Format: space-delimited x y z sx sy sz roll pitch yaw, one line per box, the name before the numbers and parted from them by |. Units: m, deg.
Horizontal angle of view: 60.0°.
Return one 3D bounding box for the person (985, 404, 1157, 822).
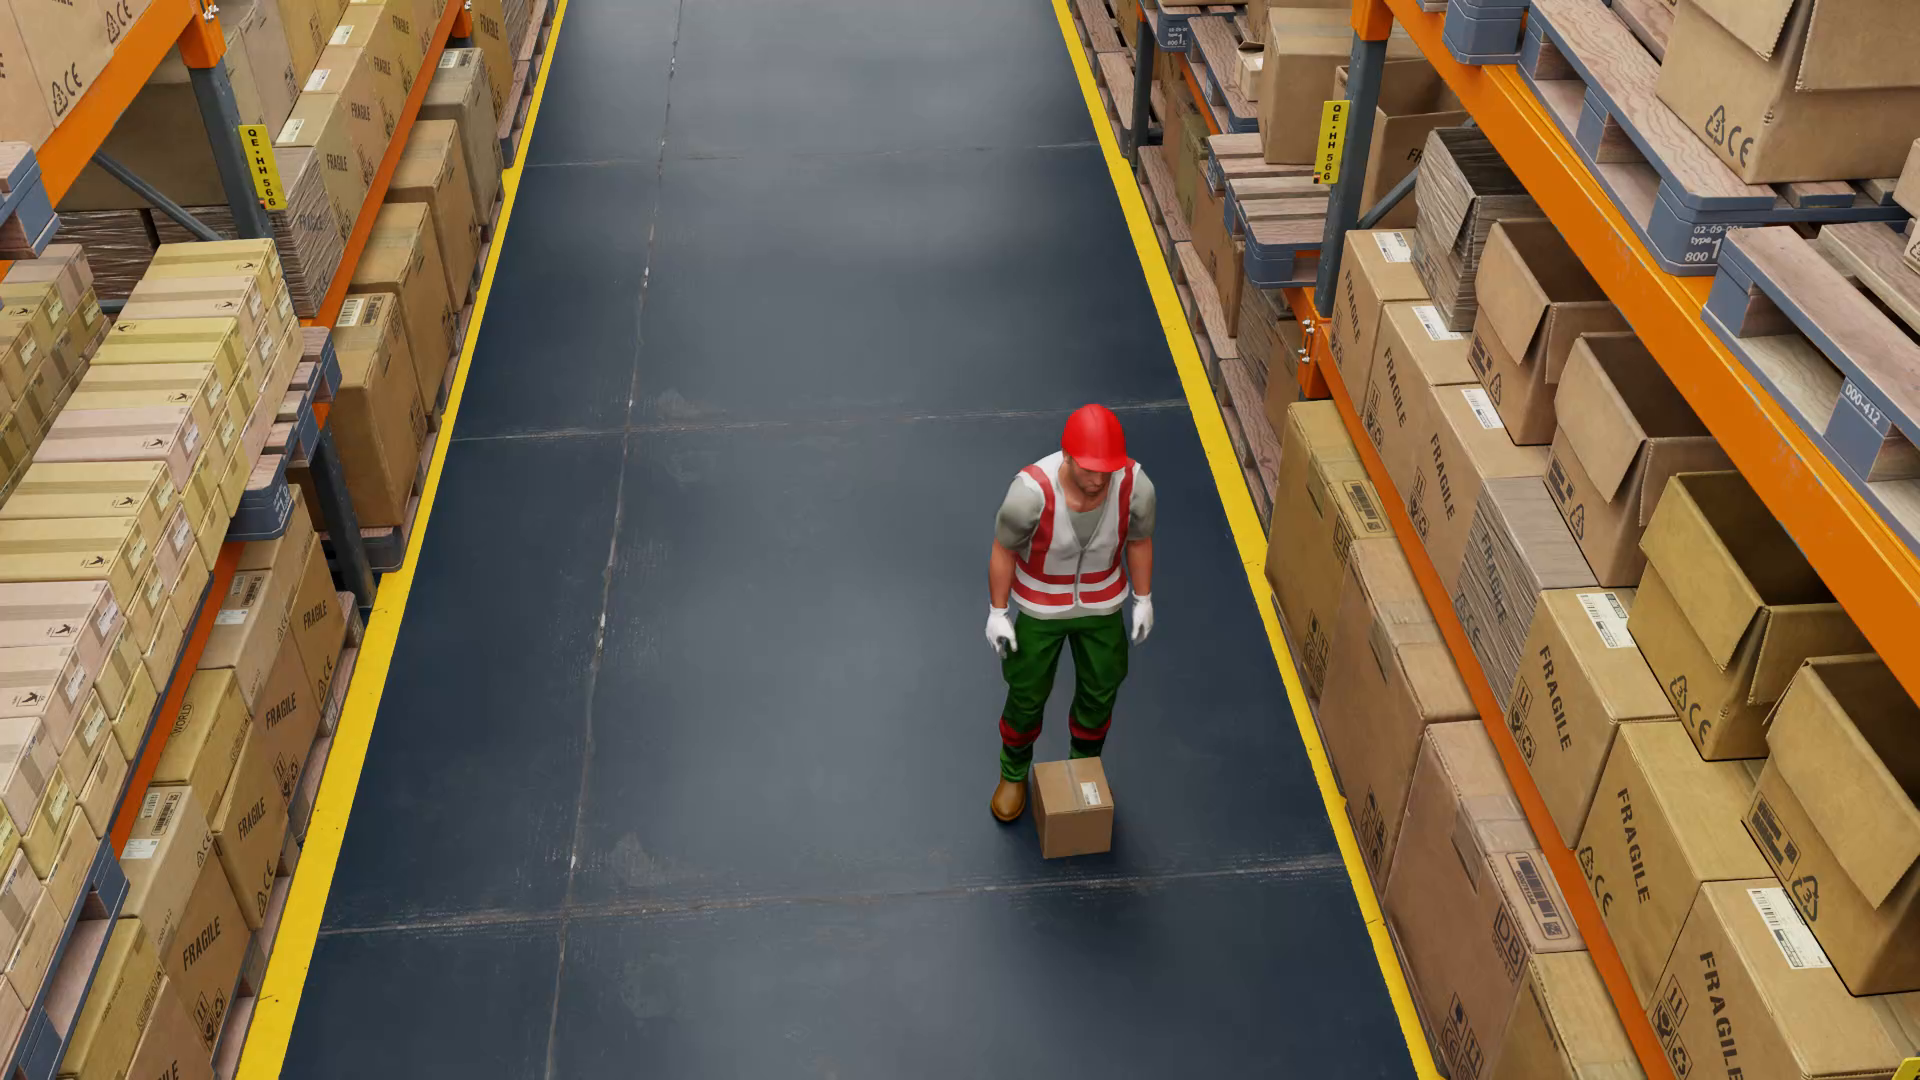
person | 0.390 0.252 5.829 0.611 1.778 0.451 -5 39 -6
